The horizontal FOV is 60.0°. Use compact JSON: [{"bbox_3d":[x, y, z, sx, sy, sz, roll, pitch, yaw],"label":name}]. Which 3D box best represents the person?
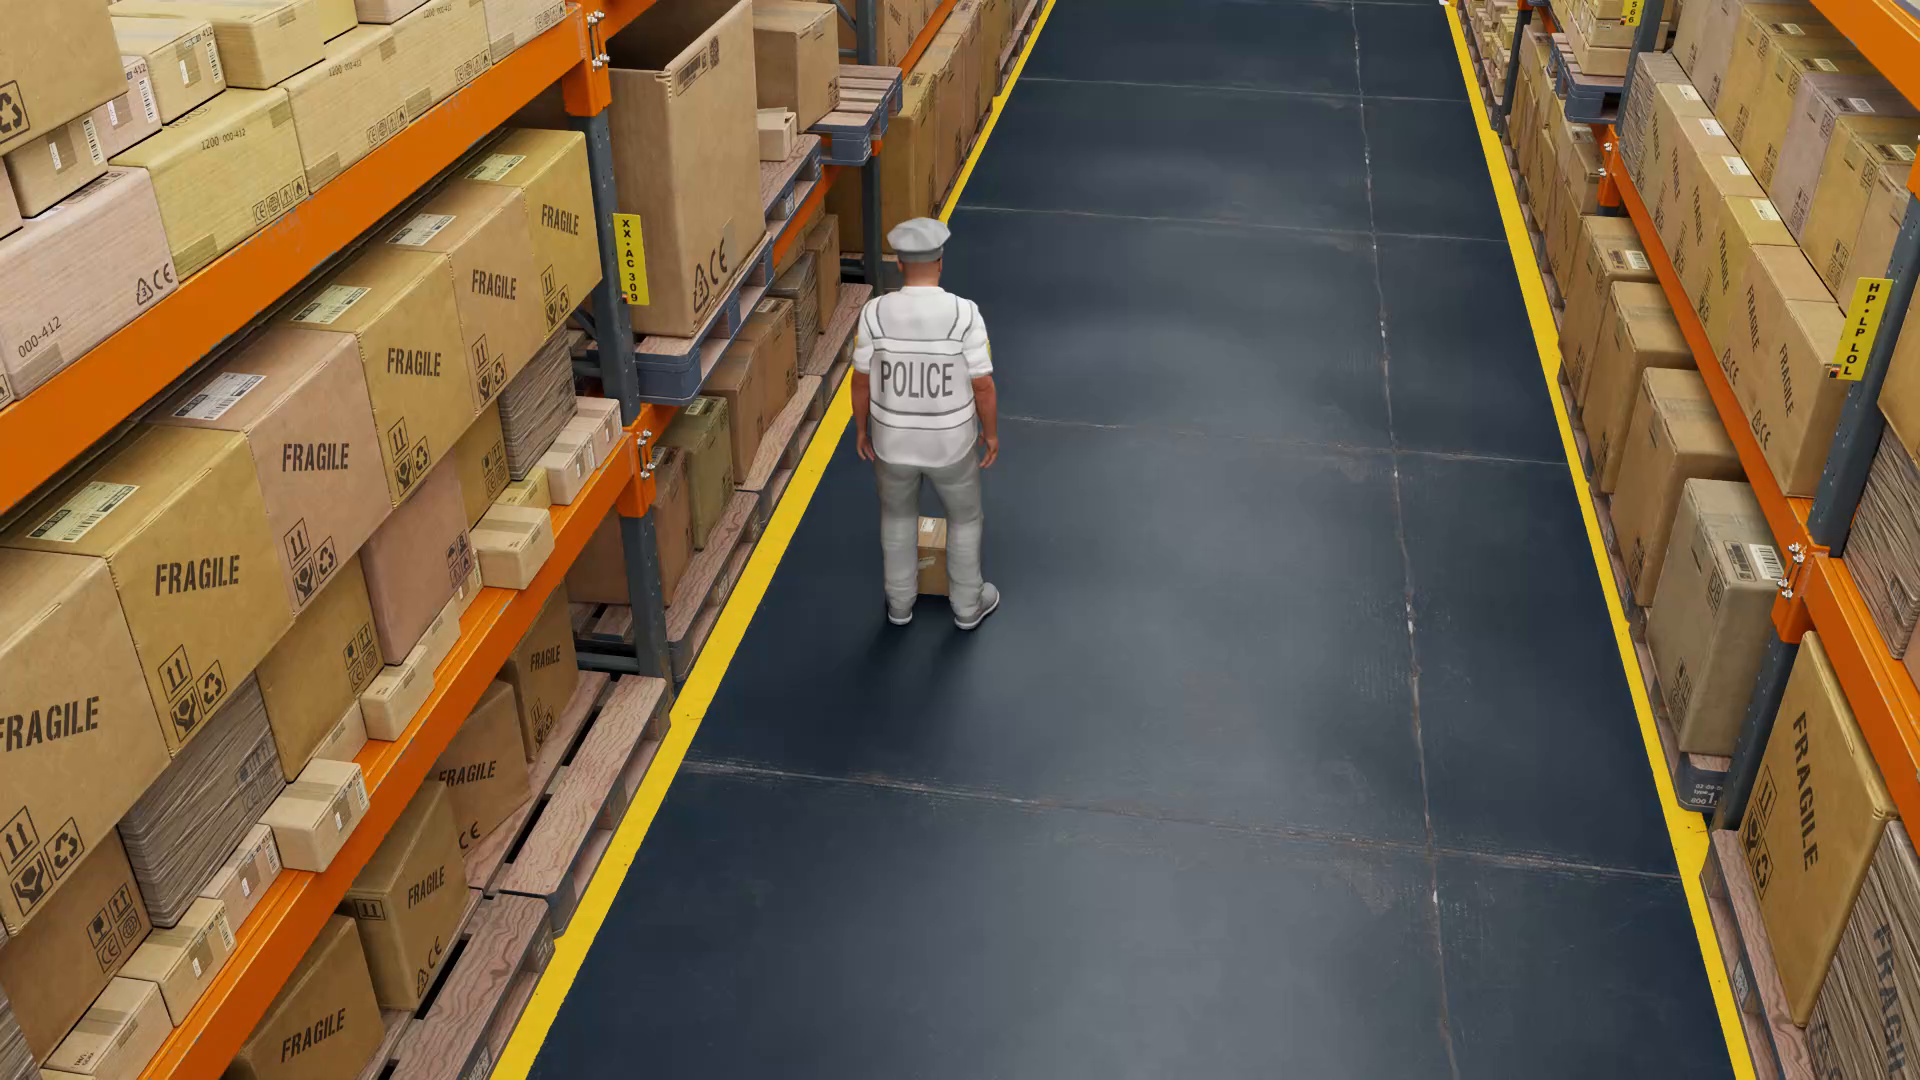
[{"bbox_3d":[-0.142,-0.418,6.794,0.597,1.747,0.432,4,32,7],"label":"person"}]
